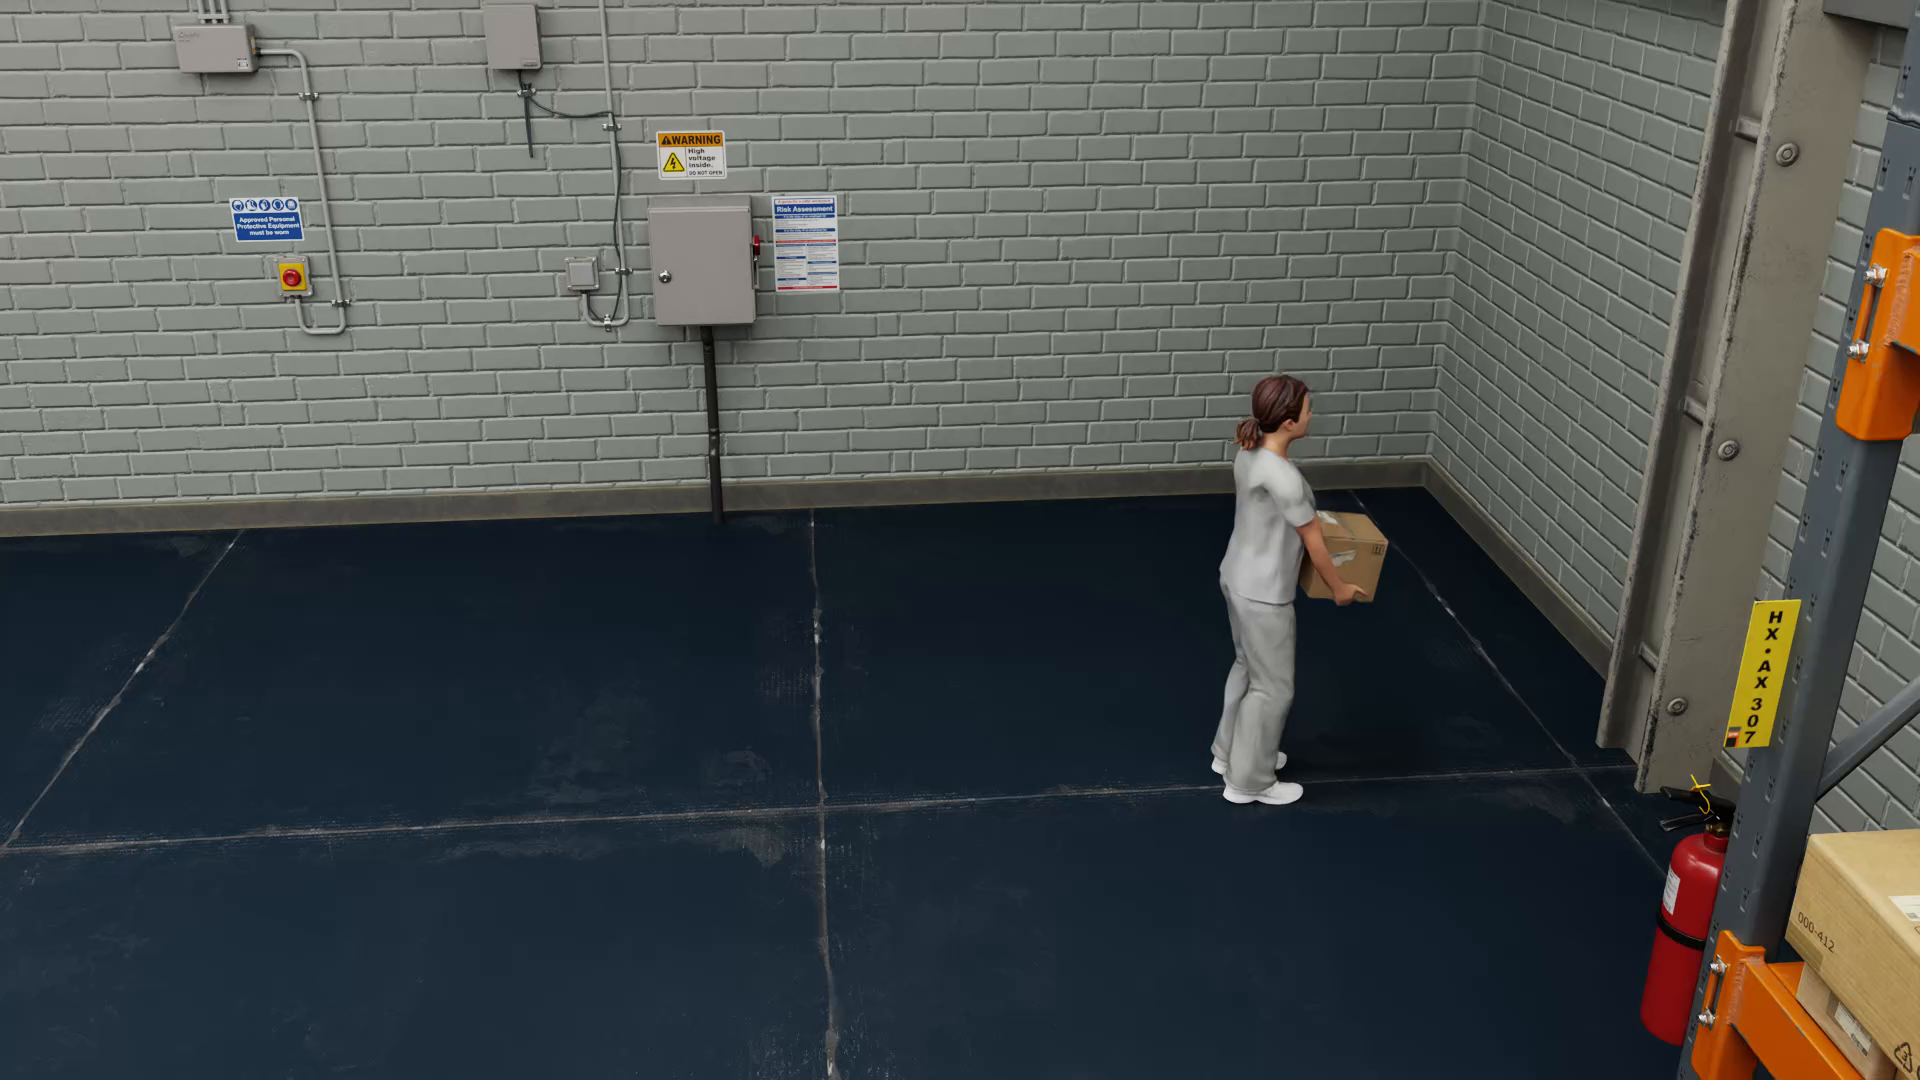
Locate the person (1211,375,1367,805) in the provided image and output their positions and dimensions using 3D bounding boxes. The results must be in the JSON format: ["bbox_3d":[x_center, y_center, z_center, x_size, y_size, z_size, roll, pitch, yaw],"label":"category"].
[{"bbox_3d":[1.222,0.185,6.200,0.507,1.669,0.410,-3,24,-6],"label":"person"}]
